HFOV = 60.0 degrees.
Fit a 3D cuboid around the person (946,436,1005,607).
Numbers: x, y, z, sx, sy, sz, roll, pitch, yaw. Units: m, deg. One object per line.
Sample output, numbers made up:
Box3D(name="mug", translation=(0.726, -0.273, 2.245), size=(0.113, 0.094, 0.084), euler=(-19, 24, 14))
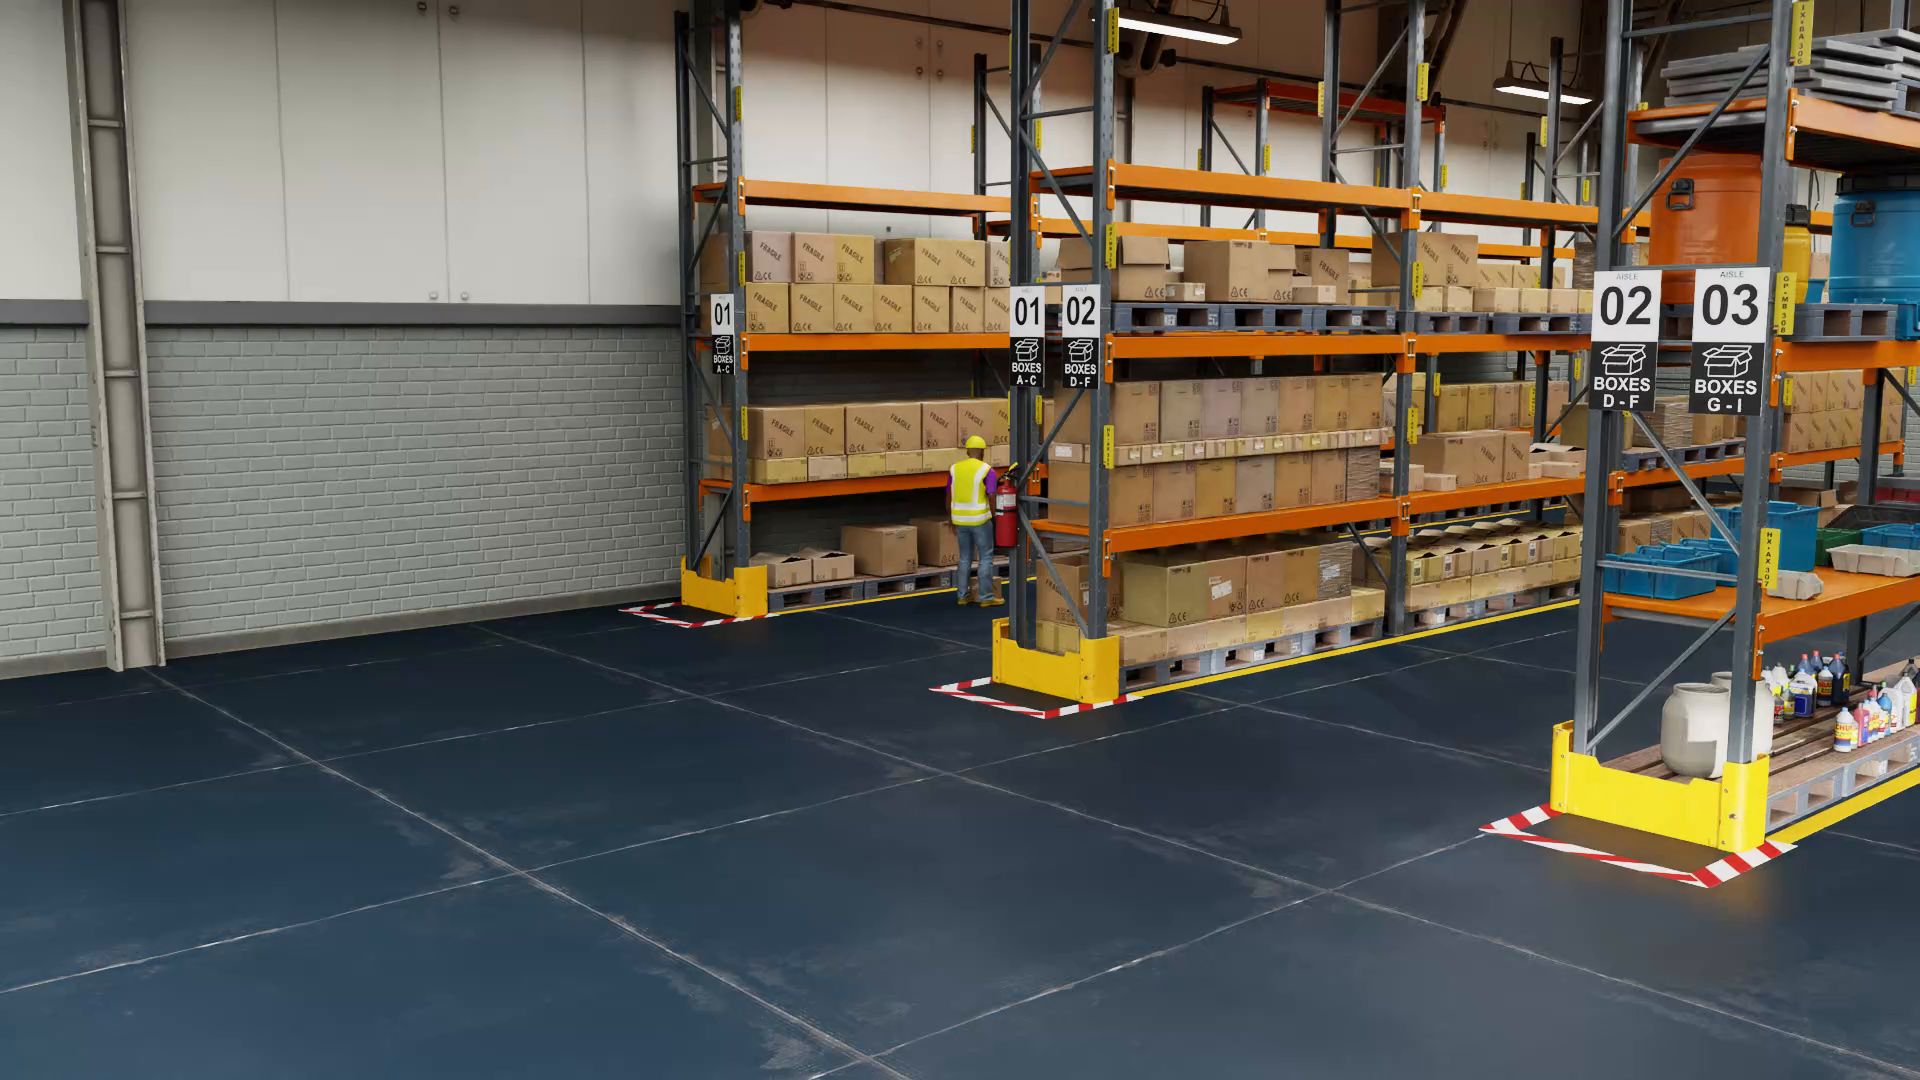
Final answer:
Box3D(name="person", translation=(0.152, -0.201, 17.273), size=(0.632, 1.759, 0.462), euler=(5, 9, 32))
